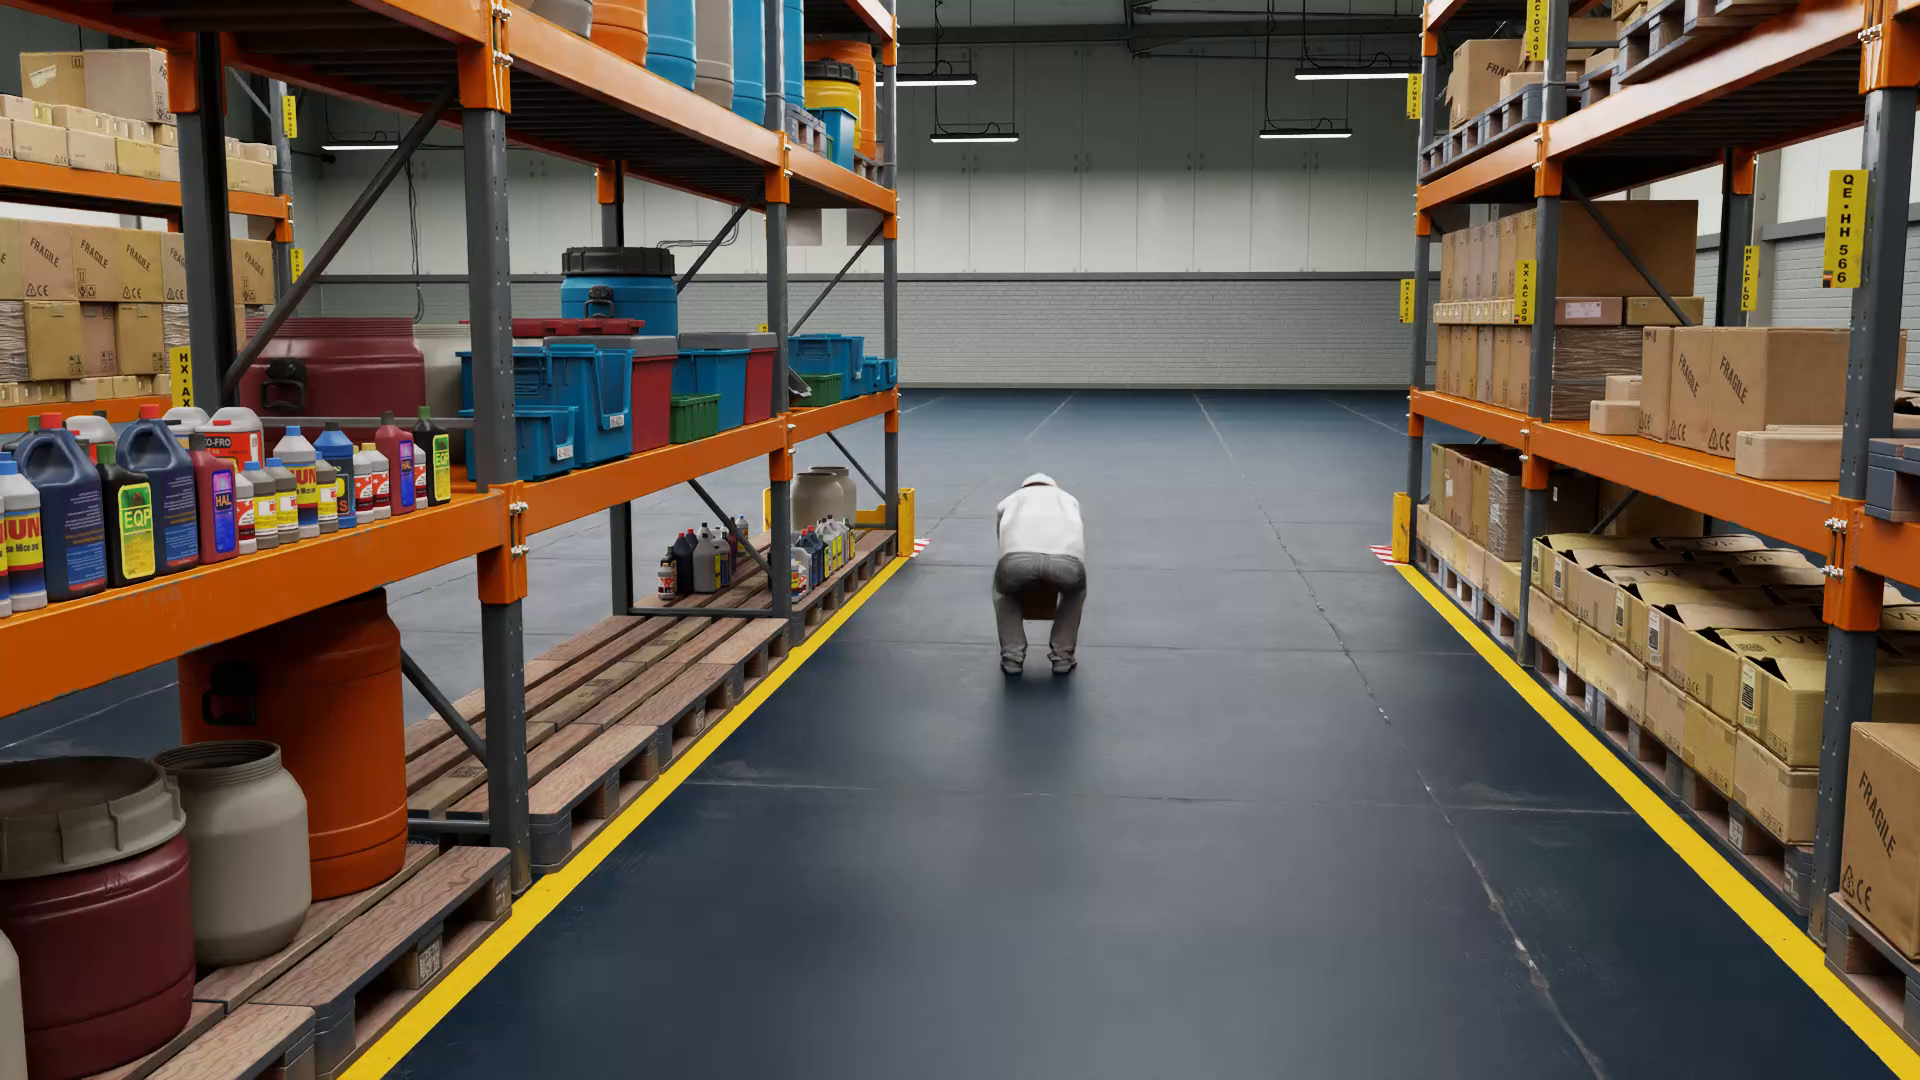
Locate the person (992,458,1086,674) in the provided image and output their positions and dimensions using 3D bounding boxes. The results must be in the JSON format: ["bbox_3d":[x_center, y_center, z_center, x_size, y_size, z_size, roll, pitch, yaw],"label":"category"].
[{"bbox_3d":[0.426,0.127,8.907,0.498,1.071,0.984,0,8,3],"label":"person"}]
